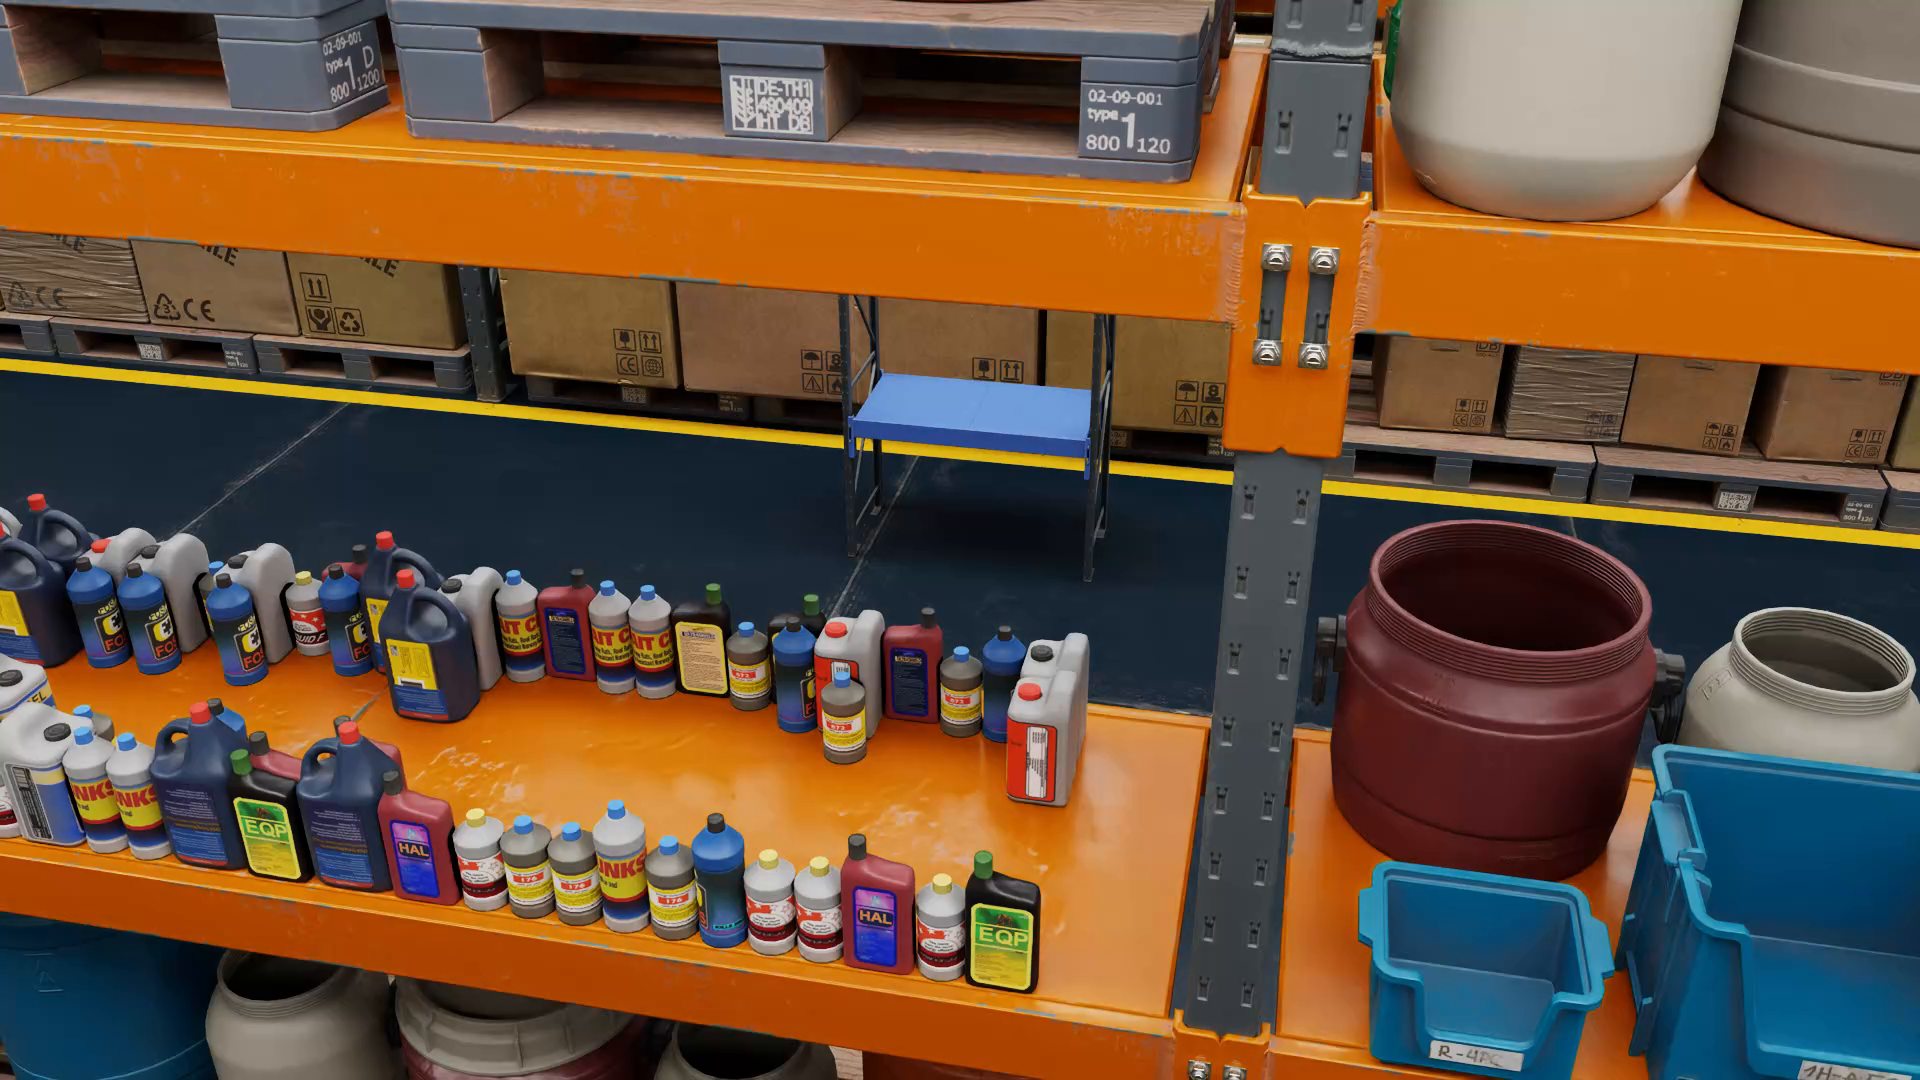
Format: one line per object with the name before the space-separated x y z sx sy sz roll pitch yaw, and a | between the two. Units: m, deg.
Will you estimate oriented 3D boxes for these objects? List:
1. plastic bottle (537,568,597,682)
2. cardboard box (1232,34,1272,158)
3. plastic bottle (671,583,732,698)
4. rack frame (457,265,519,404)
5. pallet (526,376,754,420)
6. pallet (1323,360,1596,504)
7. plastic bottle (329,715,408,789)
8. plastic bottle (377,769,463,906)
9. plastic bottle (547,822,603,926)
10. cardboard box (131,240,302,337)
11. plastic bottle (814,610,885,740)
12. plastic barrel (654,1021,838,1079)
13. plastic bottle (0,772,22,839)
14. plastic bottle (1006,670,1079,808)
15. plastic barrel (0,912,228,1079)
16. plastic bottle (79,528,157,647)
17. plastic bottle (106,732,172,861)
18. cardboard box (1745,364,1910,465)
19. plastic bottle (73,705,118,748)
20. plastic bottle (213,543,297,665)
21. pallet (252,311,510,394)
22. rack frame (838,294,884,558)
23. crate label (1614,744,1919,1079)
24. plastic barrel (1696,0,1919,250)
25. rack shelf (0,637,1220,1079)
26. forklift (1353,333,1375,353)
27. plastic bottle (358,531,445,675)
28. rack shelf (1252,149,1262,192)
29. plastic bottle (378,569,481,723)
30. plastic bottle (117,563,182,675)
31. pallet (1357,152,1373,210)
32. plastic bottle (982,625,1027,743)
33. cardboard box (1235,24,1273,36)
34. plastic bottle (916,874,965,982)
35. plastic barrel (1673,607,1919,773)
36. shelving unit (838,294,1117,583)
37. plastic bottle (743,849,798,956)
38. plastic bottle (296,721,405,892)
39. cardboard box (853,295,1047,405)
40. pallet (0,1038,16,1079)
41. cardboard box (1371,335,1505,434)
plastic bottle | -0.915 0.194 3.894 0.133 0.283 0.061 6 29 11
cardboard box | 1.177 -2.071 7.806 0.500 0.500 0.500 7 29 12
plastic bottle | -0.594 0.227 3.834 0.133 0.283 0.061 6 29 11
rack frame | -2.316 -2.252 8.240 0.127 3.000 1.000 6 29 11
pallet | -1.546 -0.987 8.833 1.213 0.211 1.003 6 29 11
pallet | 2.360 -0.549 8.032 1.213 0.211 1.003 6 29 11
plastic bottle | -1.192 0.485 3.362 0.133 0.283 0.061 6 29 11
plastic bottle | -1.041 0.571 3.204 0.133 0.283 0.061 6 29 11
plastic bottle | -0.734 0.630 3.183 0.097 0.201 0.097 0 29 0
cardboard box | -3.825 -1.698 9.004 0.875 0.875 0.875 6 29 11
plastic bottle | -0.247 0.288 3.730 0.135 0.276 0.152 6 29 11
plastic barrel | -0.491 1.326 3.857 0.421 0.512 0.421 0 29 0
plastic bottle | -1.964 0.504 3.413 0.097 0.201 0.097 0 29 0
plastic bottle | 0.174 0.406 3.514 0.135 0.276 0.152 6 29 11
plastic barrel | -2.129 0.944 4.150 0.708 0.901 0.600 6 29 11
plastic bottle | -2.047 0.103 4.067 0.135 0.276 0.152 6 29 11
plastic bottle | -1.642 0.506 3.336 0.097 0.271 0.097 0 29 0
cardboard box | 3.902 -0.731 7.606 0.500 0.500 0.700 3 29 6
plastic bottle | -1.837 0.442 3.526 0.097 0.201 0.097 0 29 0
plastic bottle | -1.688 0.140 4.000 0.135 0.276 0.152 6 29 11
pallet | -3.043 -1.142 9.116 1.213 0.211 1.003 6 29 11
rack frame | -0.414 -0.700 6.967 0.032 1.500 0.500 6 29 11
crate label | 1.477 0.686 2.836 0.616 0.435 0.502 6 29 11
plastic barrel | 1.319 -0.876 2.081 0.600 0.901 0.600 0 29 0
rack shelf | -1.394 0.590 3.798 4.000 0.370 1.077 6 29 11
forklift | 2.588 -2.530 8.819 3.031 2.935 1.130 6 29 11
plastic bottle | -1.306 0.145 3.914 0.185 0.351 0.144 6 29 11
rack shelf | -0.360 -1.736 8.046 4.000 0.370 1.077 6 29 11
plastic bottle | -1.206 0.230 3.758 0.185 0.351 0.144 6 29 11
plastic bottle | -1.923 0.179 3.933 0.097 0.271 0.097 0 29 0
pallet | 2.315 -1.745 7.514 1.003 0.211 1.213 6 29 11
plastic bottle | 0.098 0.312 3.691 0.097 0.271 0.097 0 29 0
cardboard box | 2.007 -3.532 11.963 0.500 0.250 0.500 5 29 9
plastic bottle | -0.032 0.702 3.051 0.097 0.201 0.097 0 29 0
plastic barrel | 1.612 0.429 3.226 0.421 0.512 0.421 0 29 0
shelving unit | 0.083 -0.649 6.874 1.048 1.500 0.538 6 29 11
plastic bottle | -0.353 0.669 3.111 0.097 0.201 0.097 0 29 0
plastic bottle | -1.188 0.506 3.253 0.185 0.351 0.144 6 29 11
cardboard box | 0.055 -1.275 8.231 0.875 0.875 1.225 6 29 11
pallet | -2.604 1.394 4.484 1.213 0.211 1.003 6 29 11
cardboard box | 2.255 -0.890 7.896 0.500 0.500 0.700 4 29 8
